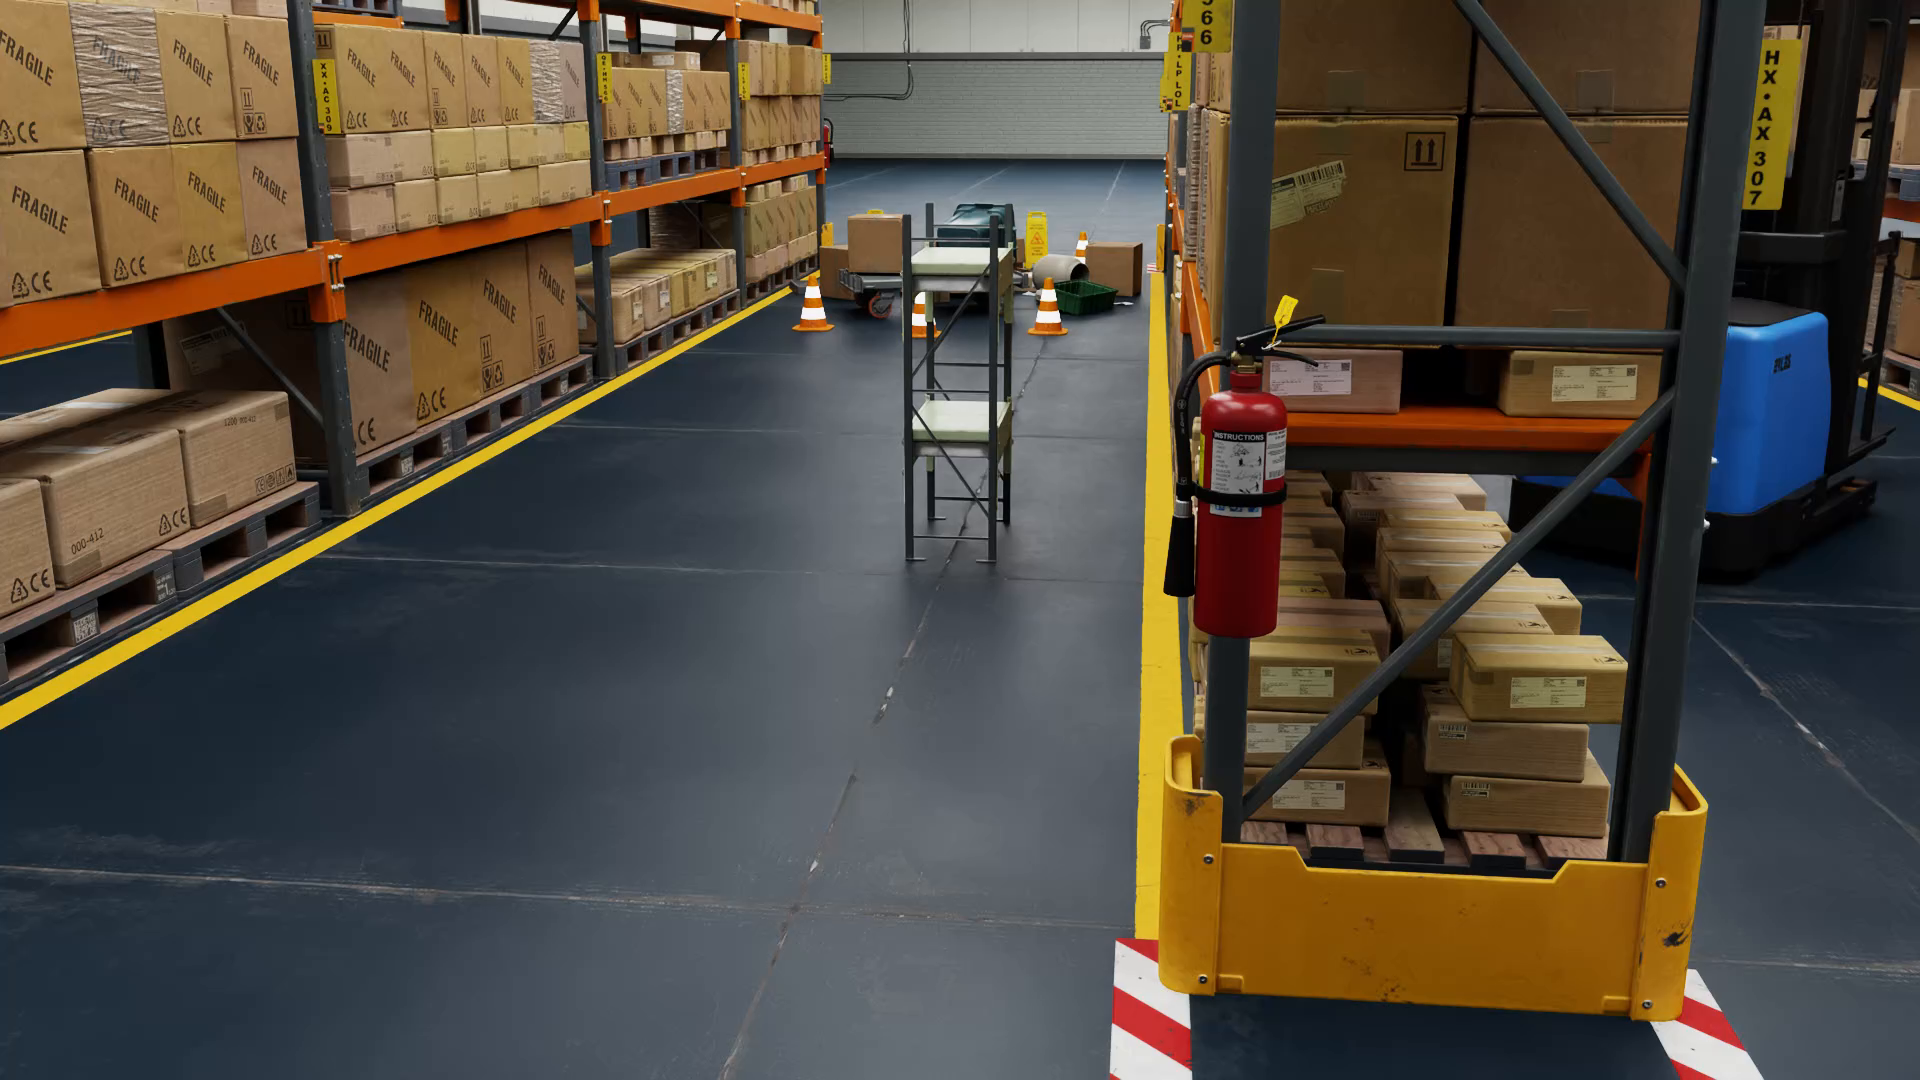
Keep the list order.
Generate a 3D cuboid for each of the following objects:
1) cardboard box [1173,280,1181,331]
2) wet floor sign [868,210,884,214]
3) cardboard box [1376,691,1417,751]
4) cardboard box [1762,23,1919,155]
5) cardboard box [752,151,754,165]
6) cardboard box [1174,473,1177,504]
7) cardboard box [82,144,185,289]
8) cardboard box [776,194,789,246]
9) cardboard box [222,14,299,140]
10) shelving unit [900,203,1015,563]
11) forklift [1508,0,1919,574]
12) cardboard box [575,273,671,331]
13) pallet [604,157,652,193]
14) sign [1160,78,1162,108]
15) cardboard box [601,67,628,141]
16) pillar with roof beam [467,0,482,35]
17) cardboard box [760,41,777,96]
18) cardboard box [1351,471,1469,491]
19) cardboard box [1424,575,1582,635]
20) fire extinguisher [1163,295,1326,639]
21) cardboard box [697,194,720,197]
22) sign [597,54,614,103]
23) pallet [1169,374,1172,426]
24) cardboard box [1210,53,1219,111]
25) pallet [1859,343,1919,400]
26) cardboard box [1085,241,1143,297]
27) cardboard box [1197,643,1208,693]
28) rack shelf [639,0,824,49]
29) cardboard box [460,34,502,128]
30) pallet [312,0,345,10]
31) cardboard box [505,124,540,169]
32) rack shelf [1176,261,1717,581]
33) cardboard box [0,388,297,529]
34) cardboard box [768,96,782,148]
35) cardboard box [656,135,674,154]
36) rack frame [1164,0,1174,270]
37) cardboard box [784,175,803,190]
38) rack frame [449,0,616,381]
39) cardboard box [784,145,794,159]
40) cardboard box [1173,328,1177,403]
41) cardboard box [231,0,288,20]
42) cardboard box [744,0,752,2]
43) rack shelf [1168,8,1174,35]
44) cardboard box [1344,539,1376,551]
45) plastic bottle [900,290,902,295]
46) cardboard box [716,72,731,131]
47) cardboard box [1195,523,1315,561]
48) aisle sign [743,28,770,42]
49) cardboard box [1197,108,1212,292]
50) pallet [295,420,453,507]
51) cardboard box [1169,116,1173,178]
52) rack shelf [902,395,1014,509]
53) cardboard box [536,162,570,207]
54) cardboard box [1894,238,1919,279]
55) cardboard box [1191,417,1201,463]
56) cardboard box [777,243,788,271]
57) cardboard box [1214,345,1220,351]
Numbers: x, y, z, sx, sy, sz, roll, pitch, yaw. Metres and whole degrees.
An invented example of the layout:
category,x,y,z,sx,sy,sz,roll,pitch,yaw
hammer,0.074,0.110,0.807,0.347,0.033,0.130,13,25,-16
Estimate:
category,x,y,z,sx,sy,sz,roll,pitch,yaw
cardboard box,1.451,-1.283,9.208,0.500,0.250,0.500,1,15,4
wet floor sign,-0.990,-3.567,19.618,0.267,0.644,0.232,7,17,25
cardboard box,1.396,0.496,4.740,0.380,0.149,0.250,2,15,7
cardboard box,7.092,-3.647,13.449,1.000,1.000,1.000,2,15,7
cardboard box,-2.195,-3.666,15.956,0.380,0.149,0.250,2,15,8
cardboard box,1.141,-0.195,7.295,0.380,0.149,0.250,1,15,4
cardboard box,-3.322,-1.230,6.271,0.500,0.500,0.500,1,15,5
cardboard box,-2.082,-3.304,17.163,0.500,0.500,0.500,3,15,9
cardboard box,-3.207,-1.974,7.108,0.500,0.500,0.500,2,15,6
shelving unit,0.001,-0.726,7.473,0.431,1.500,0.755,2,15,6
forklift,3.854,-1.589,7.922,1.130,2.935,3.031,13,20,40
cardboard box,-2.828,-1.883,13.109,0.950,0.372,0.625,1,15,5
pallet,-3.003,-2.706,12.292,1.213,0.211,1.003,2,15,6
sign,2.305,-5.040,18.745,0.100,0.325,0.005,2,15,6
cardboard box,-2.696,-3.115,11.871,0.500,0.500,0.500,1,15,5
pillar with roof beam,-3.026,-9.002,23.715,9.100,9.000,0.400,2,15,6
cardboard box,-2.181,-4.562,16.112,0.700,0.500,0.500,2,15,7
cardboard box,1.664,-0.198,6.163,0.380,0.149,0.250,1,15,4
cardboard box,1.514,0.207,4.666,0.380,0.149,0.250,2,15,6
fire extinguisher,0.563,-0.147,3.323,0.296,0.674,0.183,2,15,6
cardboard box,-2.614,-3.311,17.189,0.500,0.500,0.500,3,15,9
sign,-2.425,-3.154,11.363,0.100,0.325,0.005,2,15,6
pallet,1.863,-0.943,10.744,1.003,0.211,1.213,2,15,6
cardboard box,0.912,-1.348,4.225,0.500,0.500,0.500,1,15,4
pallet,6.959,-1.176,11.605,1.003,0.211,1.213,2,15,6
cardboard box,1.559,-2.756,16.892,0.500,0.500,0.500,4,16,16
cardboard box,0.883,0.333,4.770,0.380,0.149,0.250,1,15,4
rack shelf,-2.300,-5.268,17.029,1.077,0.370,4.000,2,15,6
cardboard box,-2.952,-2.607,9.450,0.500,0.500,0.500,1,15,5
pallet,-7.248,-5.736,17.553,1.003,0.211,1.213,2,15,6
cardboard box,-2.871,-2.380,10.048,0.500,0.250,0.500,1,15,5
rack shelf,1.276,-0.588,5.468,1.077,0.370,4.000,2,15,6
cardboard box,-3.606,-0.380,7.424,0.875,0.438,0.875,1,15,5
cardboard box,-2.096,-4.207,16.712,0.500,0.500,0.500,2,15,6
cardboard box,-2.525,-3.189,13.386,0.380,0.149,0.250,2,15,8
rack frame,2.855,-4.566,18.802,1.000,3.000,0.127,2,15,6
cardboard box,-1.912,-3.859,17.969,0.380,0.149,0.250,2,15,7
rack frame,-2.977,-2.611,11.571,1.000,3.000,0.127,2,15,6
cardboard box,-1.979,-4.127,17.661,0.380,0.149,0.250,2,15,6
cardboard box,1.455,-0.915,9.285,0.500,0.500,0.500,1,15,5
cardboard box,-3.147,-2.328,7.176,0.380,0.149,0.250,1,15,5
cardboard box,-2.159,-5.115,15.566,0.380,0.149,0.250,2,15,6
rack shelf,2.630,-5.148,16.586,1.077,0.370,4.000,2,15,6
cardboard box,1.493,0.073,5.732,0.380,0.149,0.250,2,15,9
plastic bottle,-0.517,-2.509,16.825,0.133,0.061,0.283,4,16,16
cardboard box,-2.350,-3.916,14.833,0.500,0.500,0.500,1,15,5
cardboard box,0.913,0.054,5.233,0.380,0.149,0.250,2,15,8
aisle sign,-2.376,-5.966,18.999,0.394,0.787,0.004,2,15,6
cardboard box,0.956,-0.998,4.844,0.500,0.500,0.500,2,15,6
pallet,-3.416,-0.430,8.847,1.003,0.211,1.213,2,15,6
cardboard box,1.962,-3.188,13.514,0.500,0.500,0.500,2,15,6
rack shelf,0.001,-0.411,7.558,0.431,0.370,0.720,2,15,6
cardboard box,-2.818,-2.267,10.586,0.500,0.250,0.500,2,15,7
cardboard box,6.965,-1.999,11.819,0.500,0.250,0.500,3,16,13
cardboard box,1.167,-0.415,6.967,0.380,0.149,0.250,2,15,9
cardboard box,-2.085,-2.945,17.271,0.500,0.250,0.500,1,15,6
cardboard box,0.890,-0.584,4.556,0.380,0.149,0.250,2,15,8
